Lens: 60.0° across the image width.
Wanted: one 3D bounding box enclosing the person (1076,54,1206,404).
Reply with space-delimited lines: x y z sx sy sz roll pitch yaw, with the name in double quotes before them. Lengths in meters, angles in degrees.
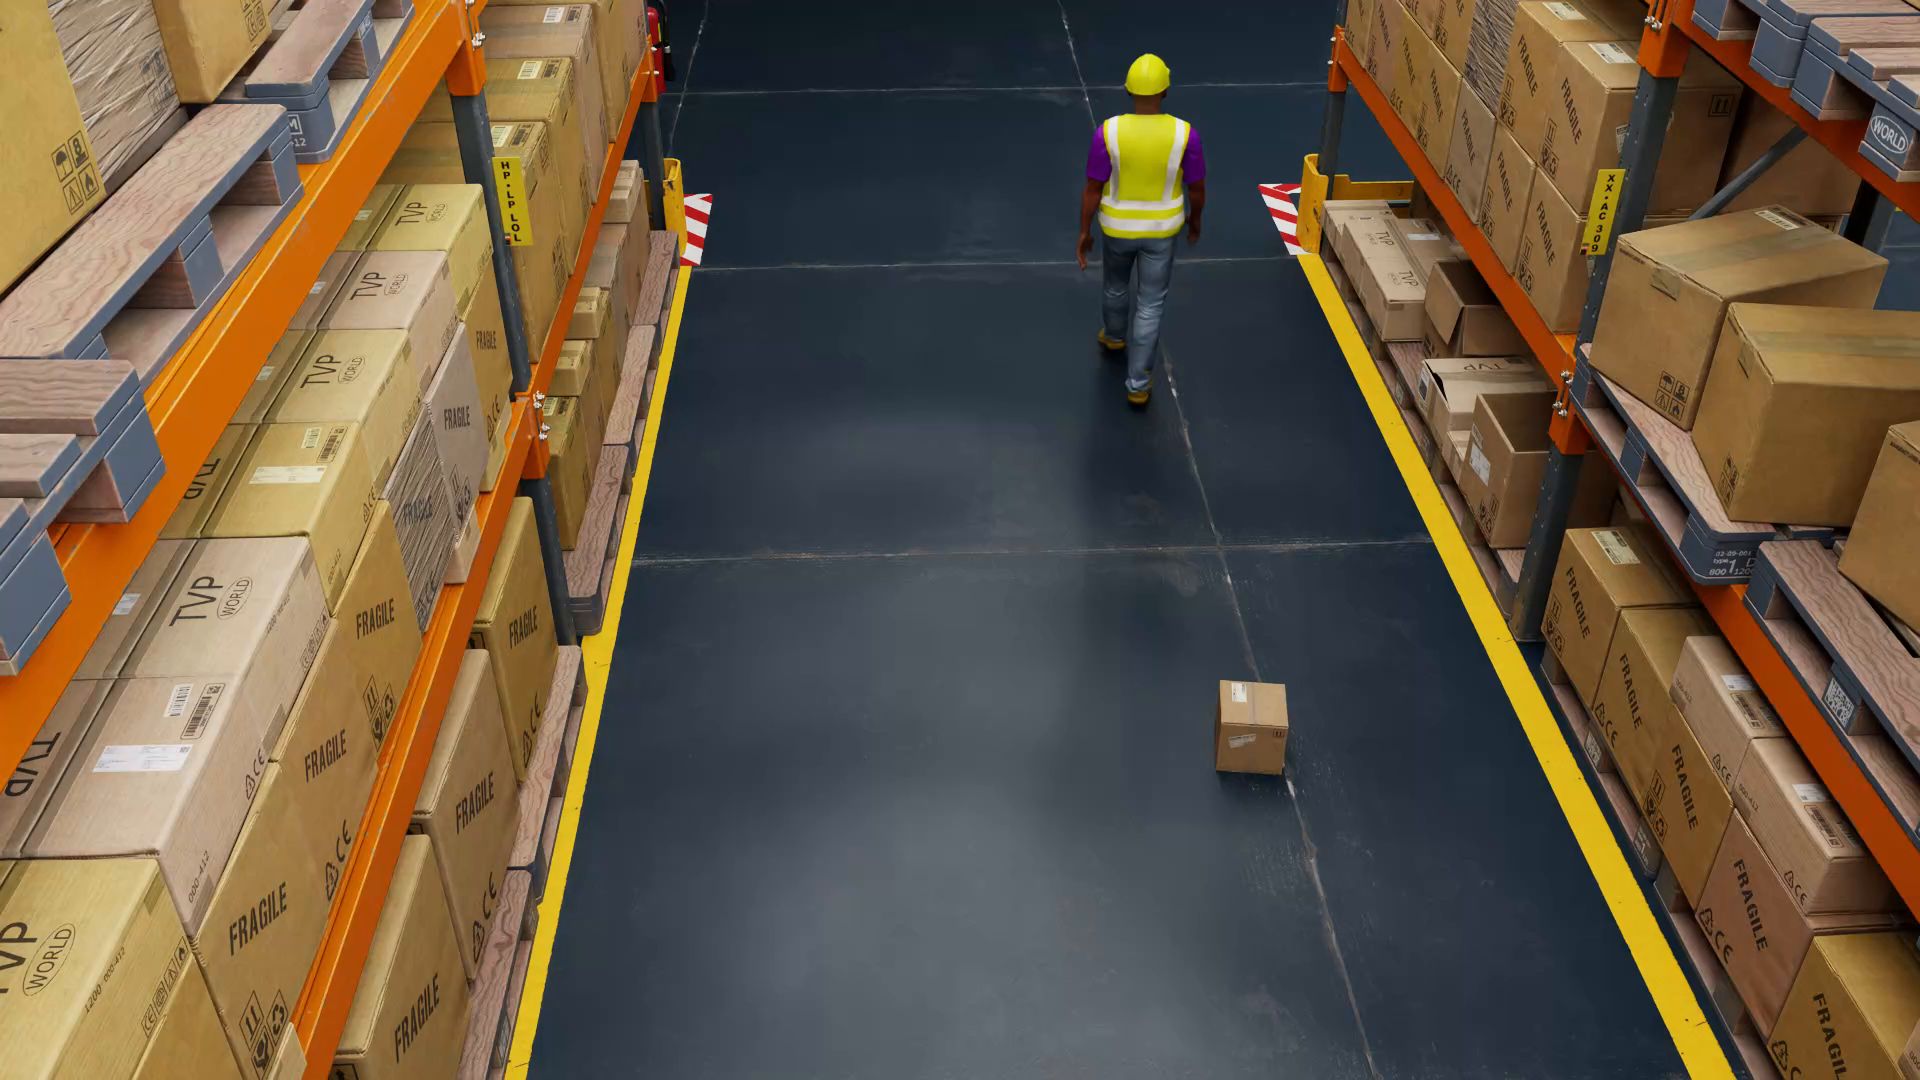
"person" 0.926 -1.622 8.432 0.611 1.765 0.861 6 36 9
